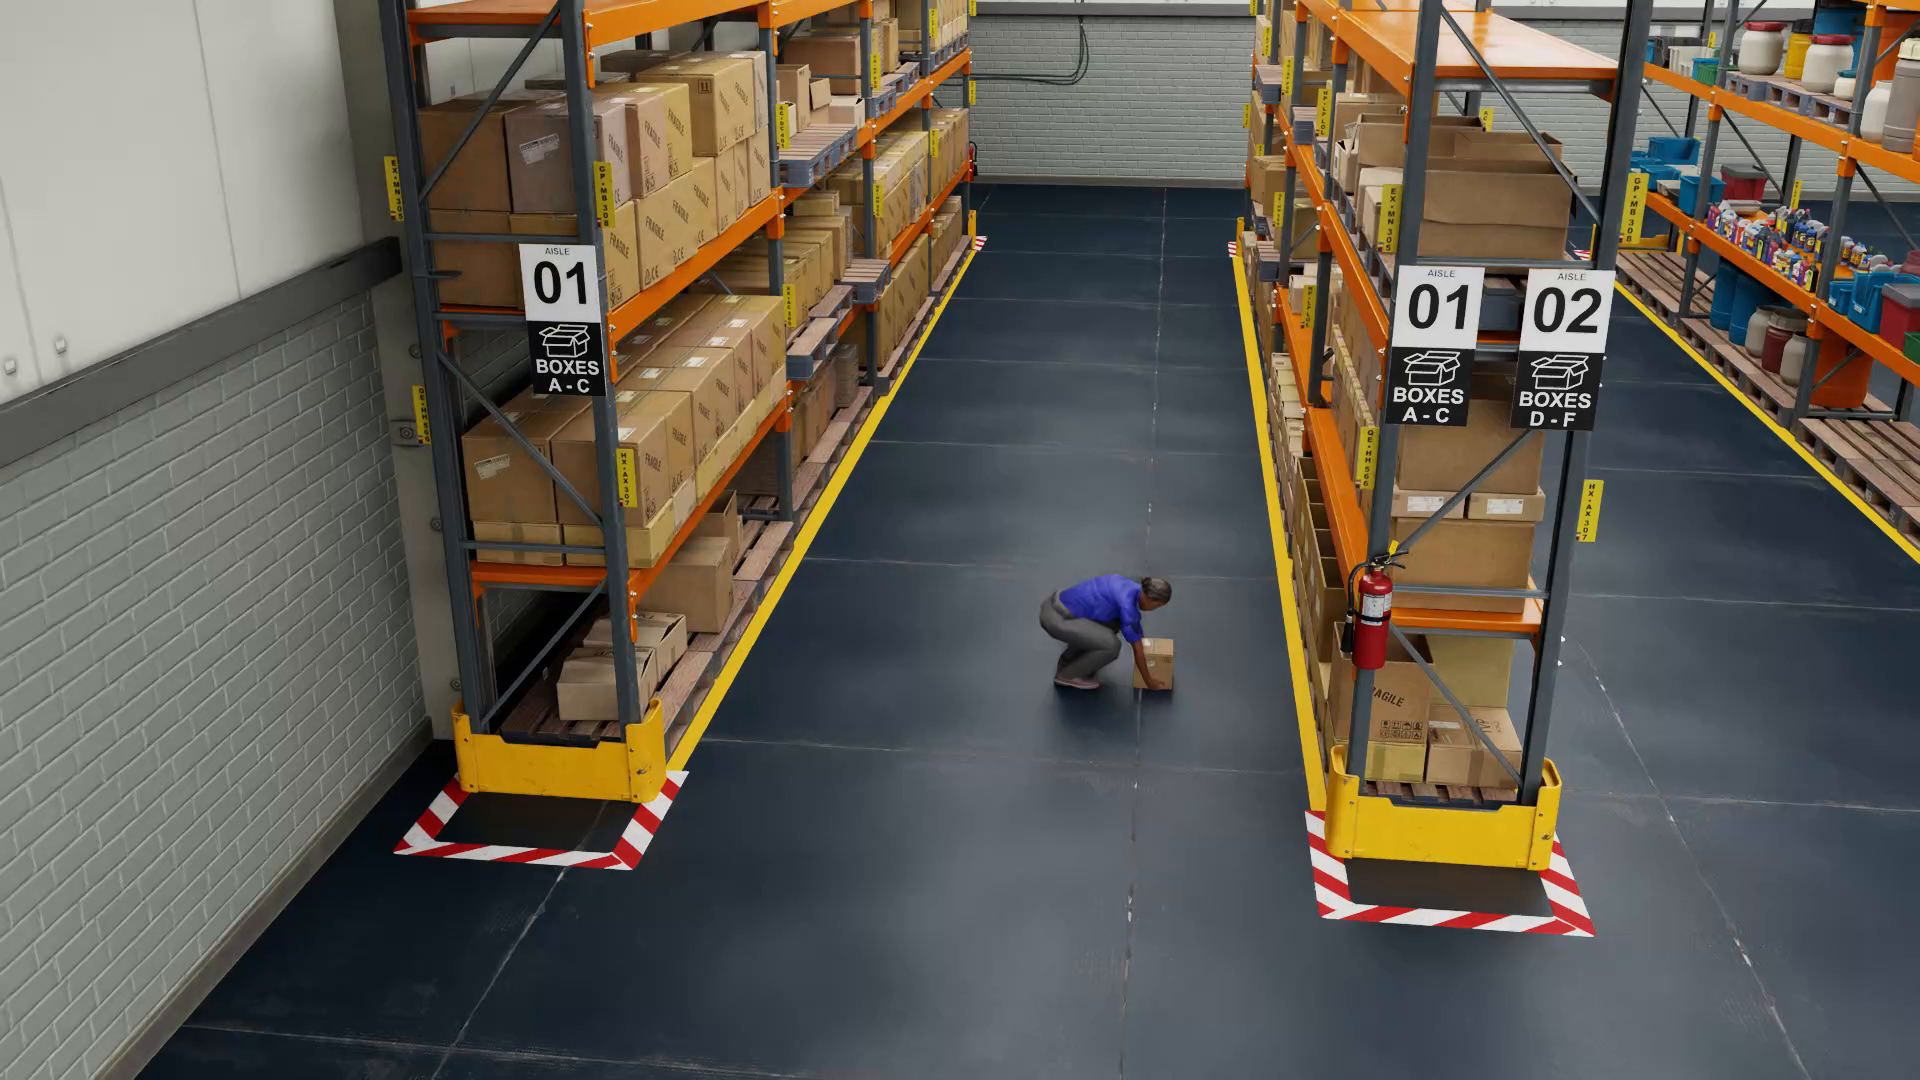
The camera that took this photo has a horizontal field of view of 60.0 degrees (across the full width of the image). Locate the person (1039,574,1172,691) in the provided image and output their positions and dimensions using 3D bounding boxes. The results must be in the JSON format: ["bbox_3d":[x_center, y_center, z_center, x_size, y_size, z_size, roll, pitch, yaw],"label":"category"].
[{"bbox_3d":[0.944,0.584,10.893,0.855,0.746,0.457,2,21,5],"label":"person"}]
